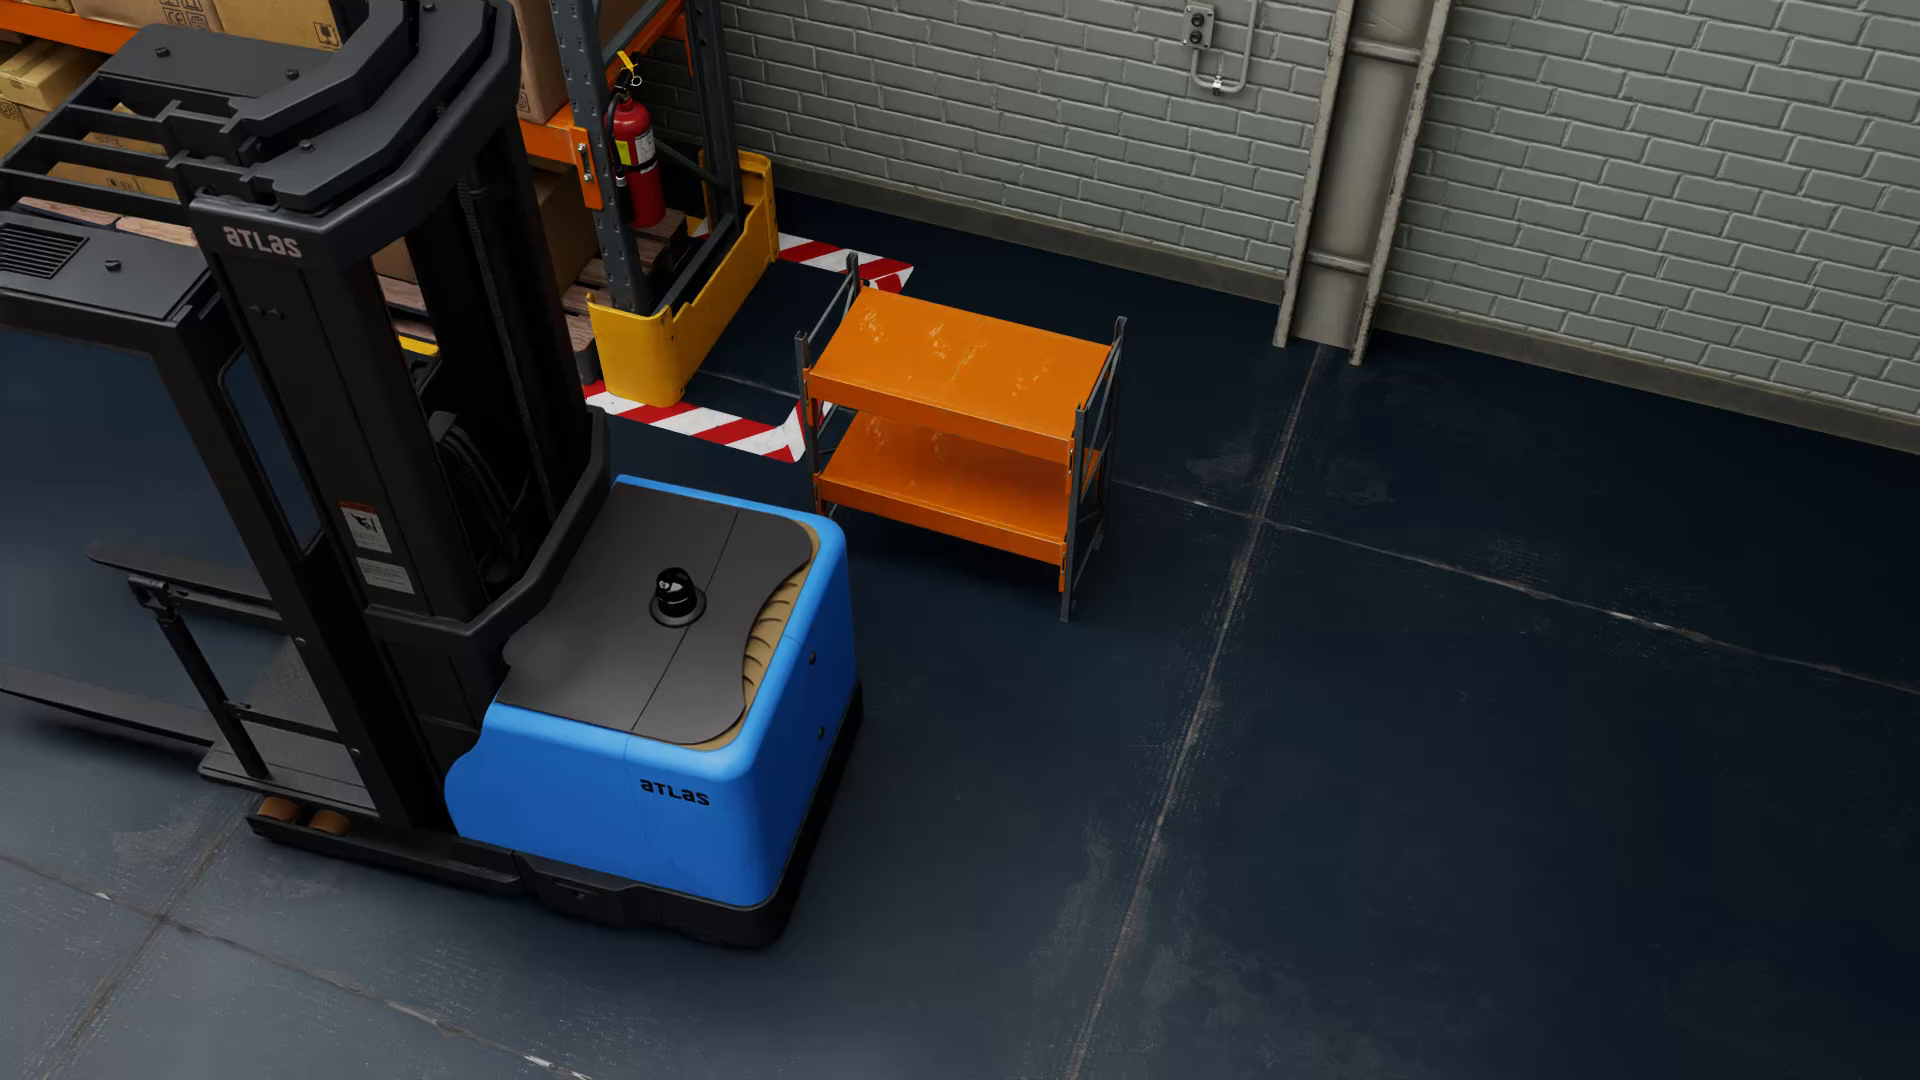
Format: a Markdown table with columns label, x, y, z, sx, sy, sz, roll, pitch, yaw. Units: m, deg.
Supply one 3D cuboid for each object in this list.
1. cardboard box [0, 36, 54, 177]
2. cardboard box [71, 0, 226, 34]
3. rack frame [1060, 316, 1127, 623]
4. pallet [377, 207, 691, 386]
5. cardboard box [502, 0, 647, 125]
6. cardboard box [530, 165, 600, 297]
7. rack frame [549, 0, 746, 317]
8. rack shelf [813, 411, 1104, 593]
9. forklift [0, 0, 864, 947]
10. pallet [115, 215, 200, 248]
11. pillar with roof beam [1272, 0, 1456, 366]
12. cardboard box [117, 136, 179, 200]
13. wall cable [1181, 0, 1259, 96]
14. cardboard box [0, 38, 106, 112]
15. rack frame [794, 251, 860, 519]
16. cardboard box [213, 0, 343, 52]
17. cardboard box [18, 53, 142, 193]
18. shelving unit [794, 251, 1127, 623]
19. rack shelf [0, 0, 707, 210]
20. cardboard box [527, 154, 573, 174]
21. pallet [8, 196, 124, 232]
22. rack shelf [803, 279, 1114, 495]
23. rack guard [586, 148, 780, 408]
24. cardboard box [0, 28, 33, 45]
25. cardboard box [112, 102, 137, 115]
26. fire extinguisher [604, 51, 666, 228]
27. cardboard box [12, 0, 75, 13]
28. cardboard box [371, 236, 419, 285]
| label | x | y | z | sx | sy | sz | roll | pitch | yaw |
| --- | --- | --- | --- | --- | --- | --- | --- | --- | --- |
| cardboard box | -4.296 | -2.096 | 7.824 | 0.500 | 0.500 | 0.700 | 16 | 51 | 14 |
| cardboard box | -3.090 | -2.611 | 6.696 | 0.700 | 0.700 | 0.980 | 13 | 50 | 11 |
| rack frame | 0.483 | -0.234 | 6.075 | 0.032 | 1.125 | 0.500 | 16 | 51 | 13 |
| pallet | -1.987 | -1.238 | 7.550 | 1.213 | 0.211 | 1.003 | 16 | 51 | 13 |
| cardboard box | -1.692 | -2.222 | 6.359 | 0.700 | 0.700 | 0.980 | 18 | 51 | 15 |
| cardboard box | -1.901 | -1.429 | 7.246 | 0.500 | 0.500 | 0.700 | 16 | 51 | 13 |
| rack frame | -1.210 | -1.998 | 6.363 | 0.127 | 3.000 | 1.000 | 16 | 51 | 13 |
| rack shelf | 0.006 | -0.207 | 6.375 | 1.000 | 0.278 | 0.538 | 16 | 51 | 13 |
| forklift | -1.921 | -0.262 | 4.905 | 3.031 | 2.935 | 1.130 | 12 | 50 | 10 |
| pallet | -3.128 | -1.559 | 7.828 | 1.213 | 0.211 | 1.003 | 16 | 51 | 13 |
| pillar with roof beam | 0.131 | -0.817 | 1.370 | 0.400 | 9.000 | 9.100 | 16 | 51 | 13 |
| cardboard box | -3.345 | -1.826 | 7.590 | 0.500 | 0.500 | 0.700 | 17 | 51 | 14 |
| wall cable | 0.319 | -2.666 | 6.270 | 1.851 | 1.984 | 0.084 | 16 | 51 | 13 |
| cardboard box | -4.038 | -2.089 | 7.389 | 0.250 | 0.149 | 0.380 | 17 | 51 | 14 |
| rack frame | -0.471 | -0.500 | 6.305 | 0.032 | 1.125 | 0.500 | 16 | 51 | 13 |
| cardboard box | -2.378 | -2.405 | 6.518 | 0.700 | 0.700 | 0.980 | 15 | 51 | 13 |
| cardboard box | -3.826 | -1.962 | 7.708 | 0.500 | 0.500 | 0.700 | 15 | 51 | 13 |
| shelving unit | 0.006 | -0.367 | 6.190 | 1.048 | 1.125 | 0.538 | 16 | 51 | 13 |
| rack shelf | -3.086 | -2.286 | 7.089 | 4.000 | 0.370 | 1.077 | 16 | 51 | 13 |
| cardboard box | -1.715 | -1.750 | 7.096 | 0.250 | 0.149 | 0.380 | 16 | 51 | 13 |
| pallet | -4.276 | -1.877 | 8.104 | 1.213 | 0.211 | 1.003 | 16 | 51 | 13 |
| rack shelf | 0.006 | -0.558 | 5.969 | 1.000 | 0.278 | 0.538 | 16 | 51 | 13 |
| rack guard | -1.187 | -1.173 | 7.302 | 0.348 | 0.500 | 1.175 | 16 | 51 | 13 |
| cardboard box | -4.363 | -2.487 | 7.734 | 0.250 | 0.149 | 0.380 | 15 | 51 | 13 |
| cardboard box | -3.548 | -1.952 | 7.271 | 0.250 | 0.149 | 0.380 | 14 | 51 | 12 |
| fire extinguisher | -1.228 | -1.484 | 6.215 | 0.183 | 0.674 | 0.296 | 16 | 51 | 13 |
| cardboard box | -3.776 | -2.795 | 6.855 | 0.700 | 0.700 | 0.980 | 14 | 51 | 12 |
| cardboard box | -2.371 | -1.560 | 7.360 | 0.500 | 0.500 | 0.700 | 15 | 51 | 13 |
